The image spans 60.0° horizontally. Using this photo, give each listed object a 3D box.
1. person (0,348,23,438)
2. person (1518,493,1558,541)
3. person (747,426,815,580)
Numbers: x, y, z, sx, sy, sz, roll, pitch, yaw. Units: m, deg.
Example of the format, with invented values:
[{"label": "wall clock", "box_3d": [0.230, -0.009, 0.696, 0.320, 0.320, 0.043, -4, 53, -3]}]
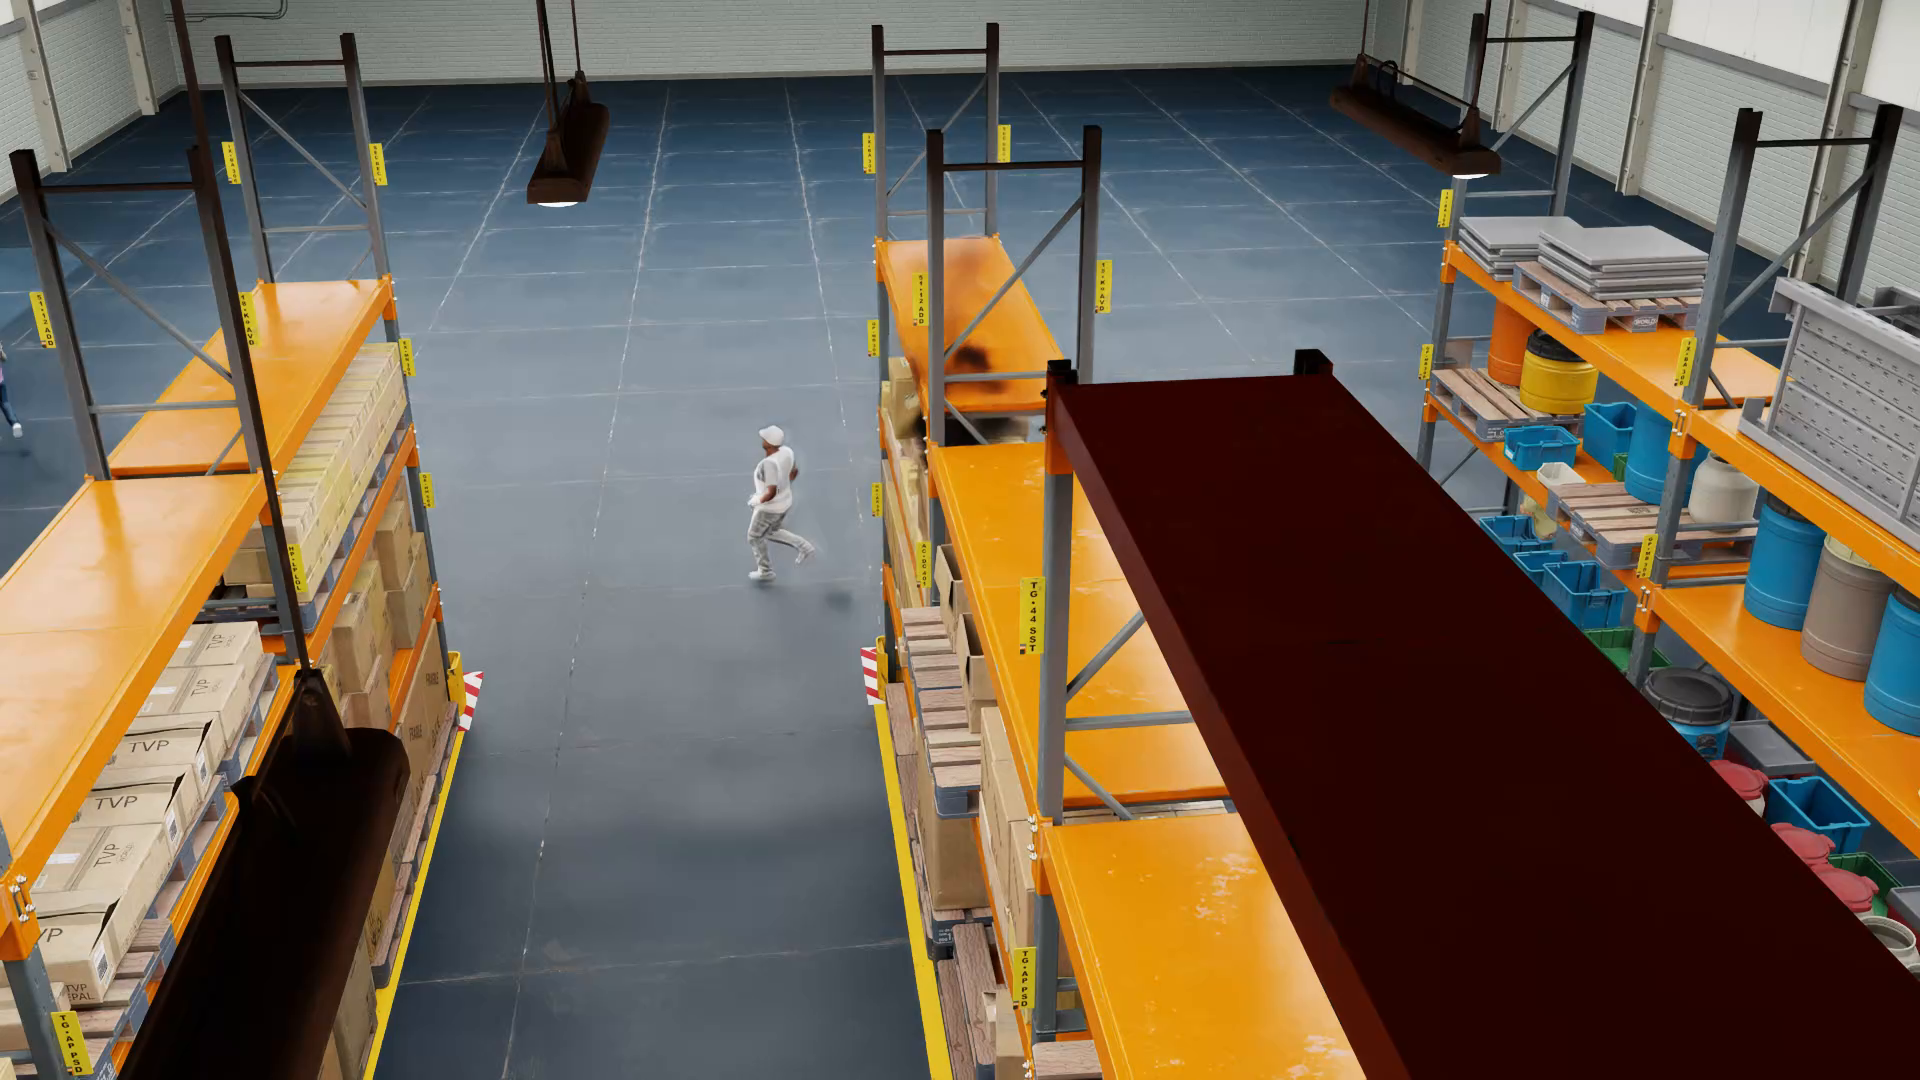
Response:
[{"label": "person", "box_3d": [-12.125, -1.958, 20.775, 0.819, 1.575, 0.552, 21, 33, 38]}, {"label": "person", "box_3d": [5.808, -0.061, 16.709, 0.612, 1.648, 0.927, -16, 30, -30]}, {"label": "person", "box_3d": [-1.897, -0.357, 17.274, 0.733, 1.757, 0.687, 9, 27, 18]}]
